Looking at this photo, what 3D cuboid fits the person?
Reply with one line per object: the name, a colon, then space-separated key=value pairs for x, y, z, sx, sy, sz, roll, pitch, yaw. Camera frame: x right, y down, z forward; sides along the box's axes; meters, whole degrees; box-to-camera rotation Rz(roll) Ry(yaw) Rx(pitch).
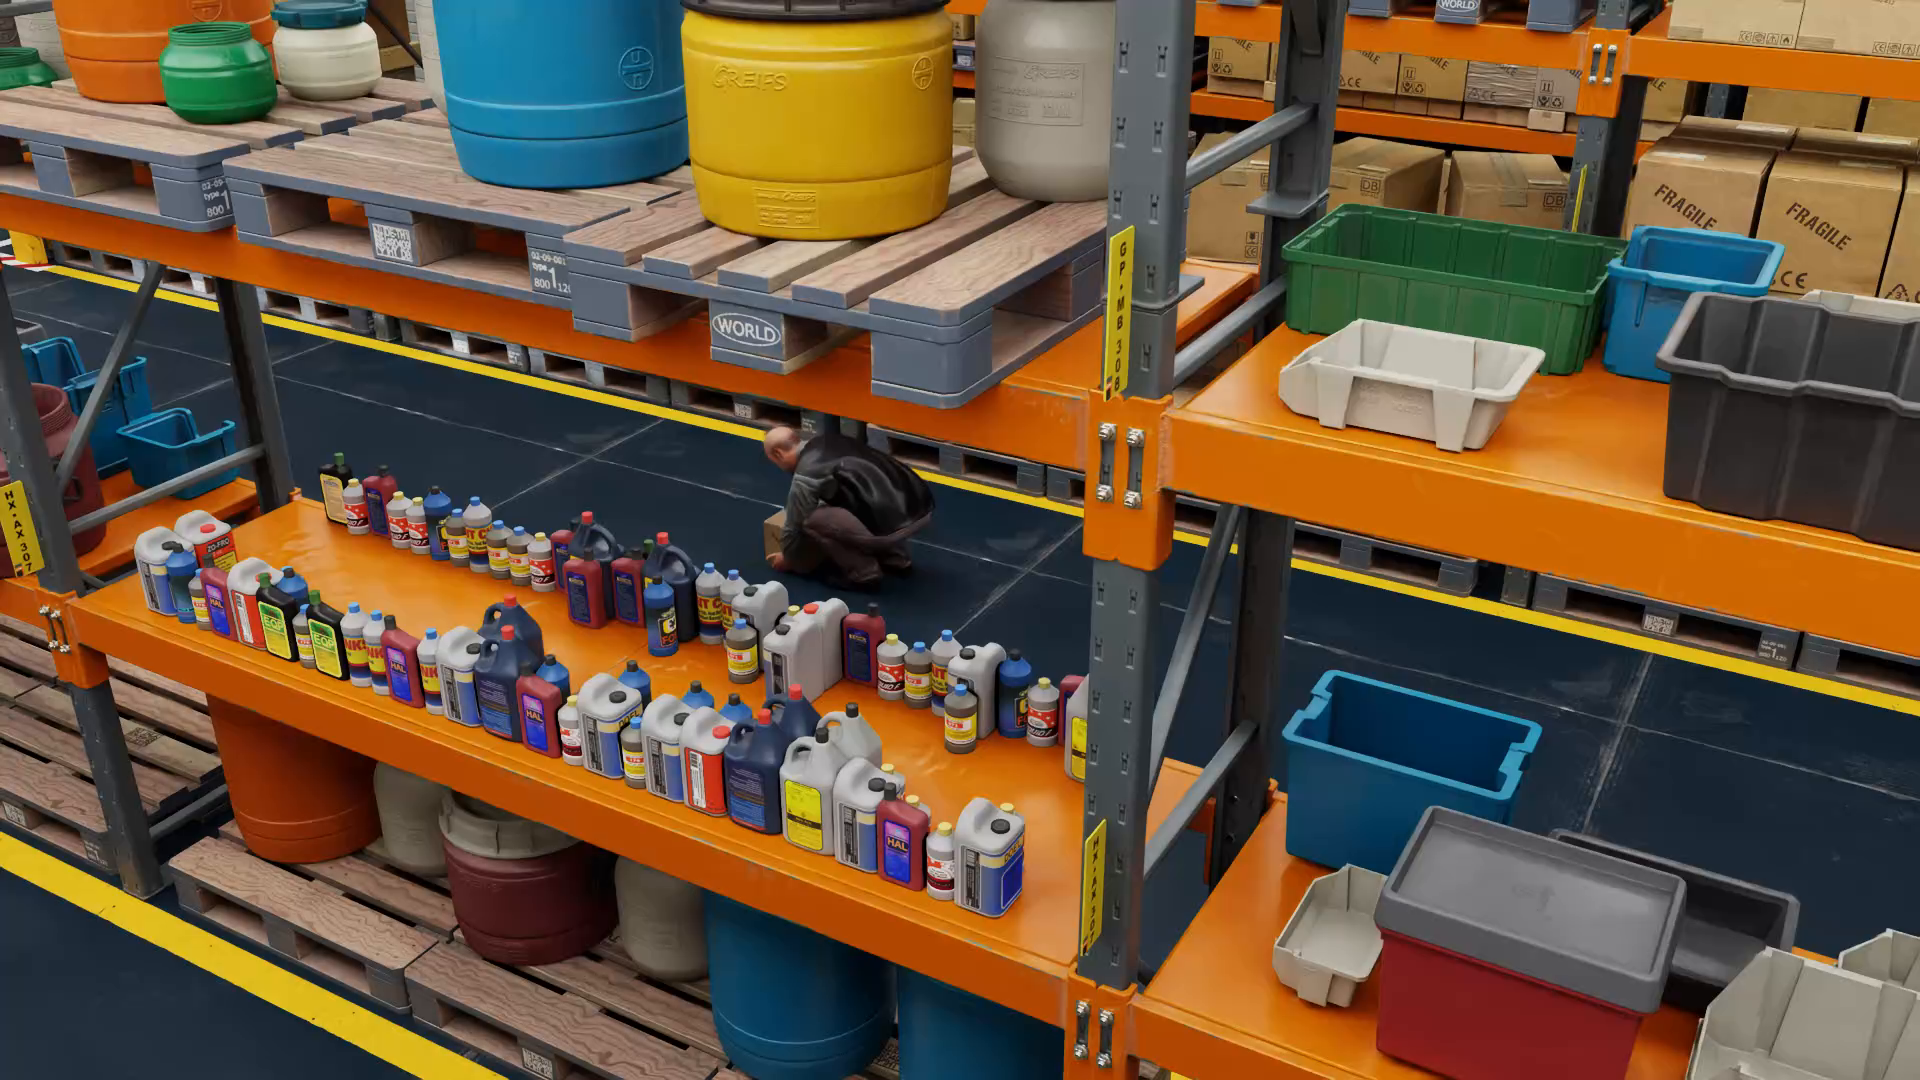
person: x=-0.582 y=-0.145 z=8.567 sx=0.896 sy=0.830 sz=0.521 roll=14 pitch=30 yaw=26
